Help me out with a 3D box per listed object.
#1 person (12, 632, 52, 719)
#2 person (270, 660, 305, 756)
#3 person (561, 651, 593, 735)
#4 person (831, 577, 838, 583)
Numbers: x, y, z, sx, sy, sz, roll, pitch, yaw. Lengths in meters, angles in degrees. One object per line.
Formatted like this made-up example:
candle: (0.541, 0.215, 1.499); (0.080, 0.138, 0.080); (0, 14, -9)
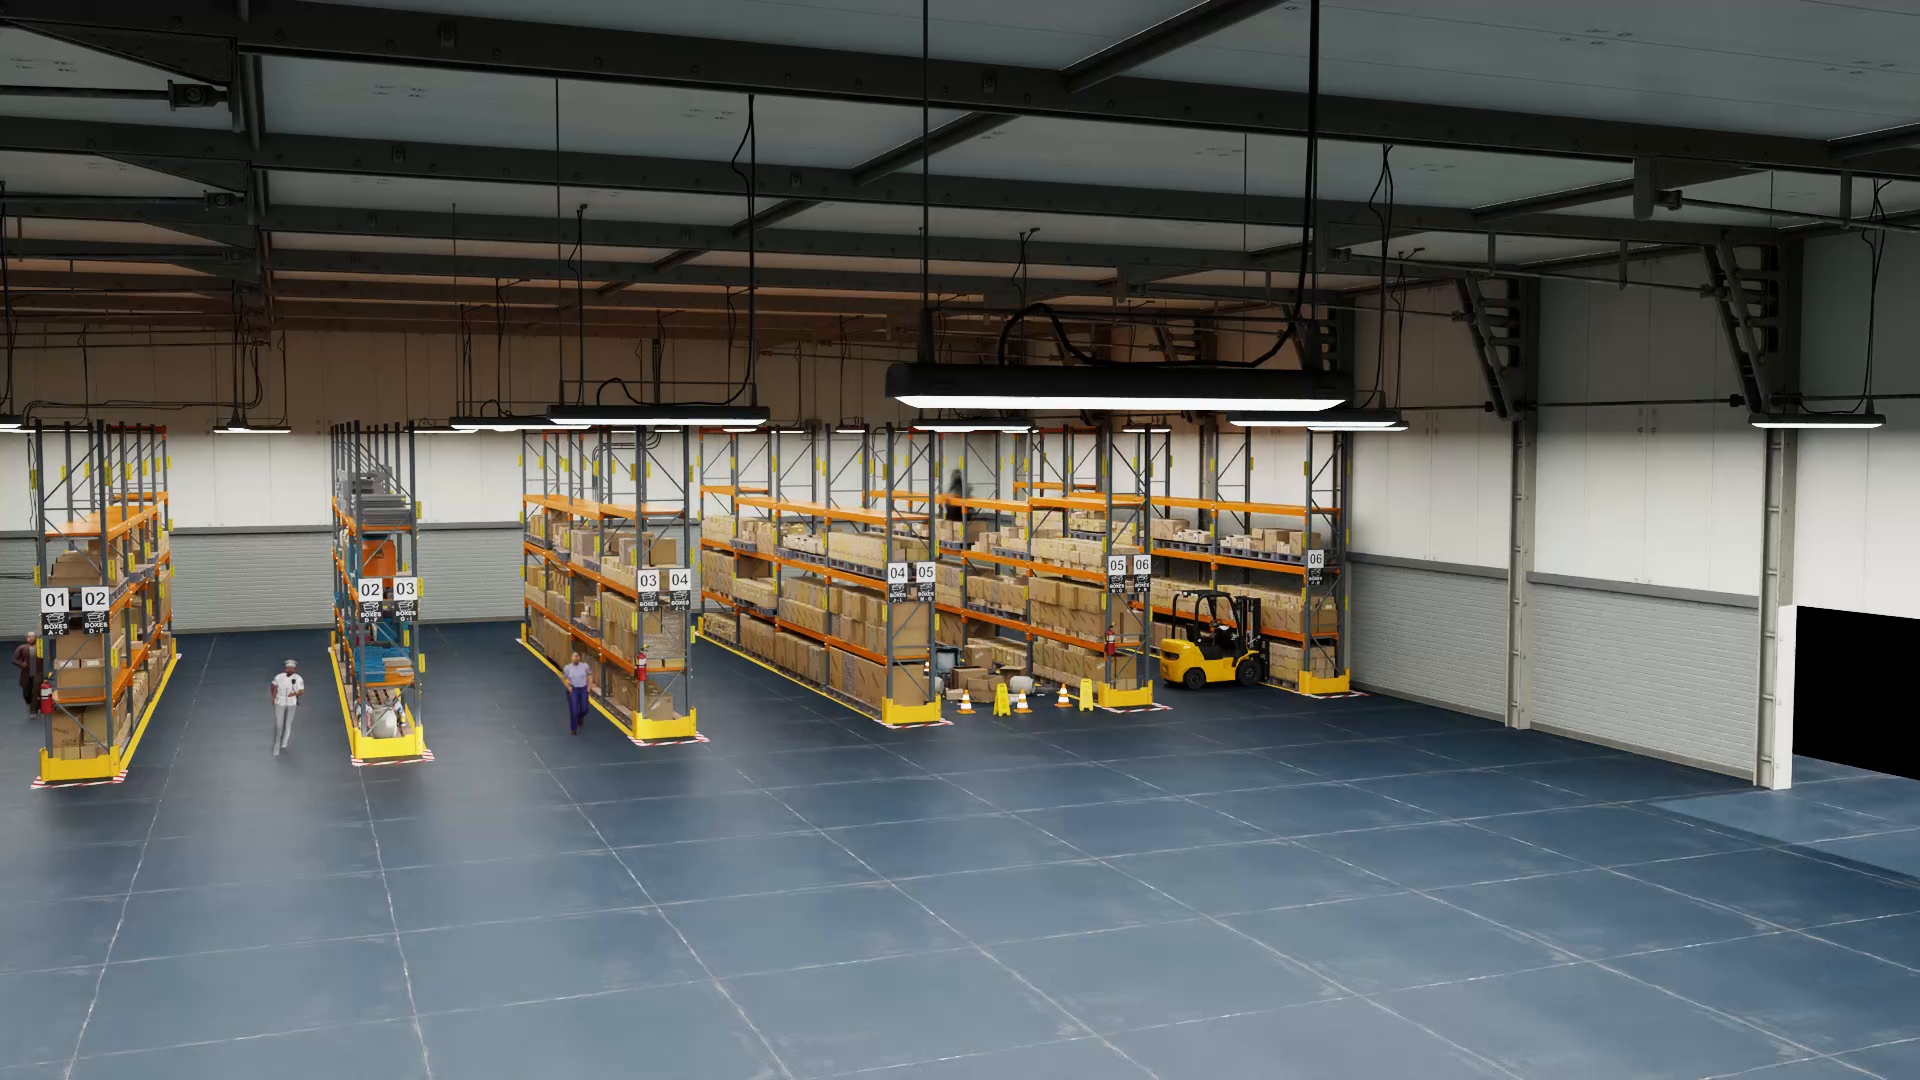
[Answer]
person: (-18.850, 2.730, 33.798); (0.718, 1.746, 0.834); (-2, 4, -29)
person: (-12.188, 3.021, 30.161); (0.574, 1.729, 0.796); (-1, 4, -22)
person: (-7.336, 2.940, 31.907); (0.603, 1.623, 0.611); (-1, 4, -16)
person: (-3.912, 1.703, 50.953); (0.832, 1.667, 0.593); (-1, 4, -16)
